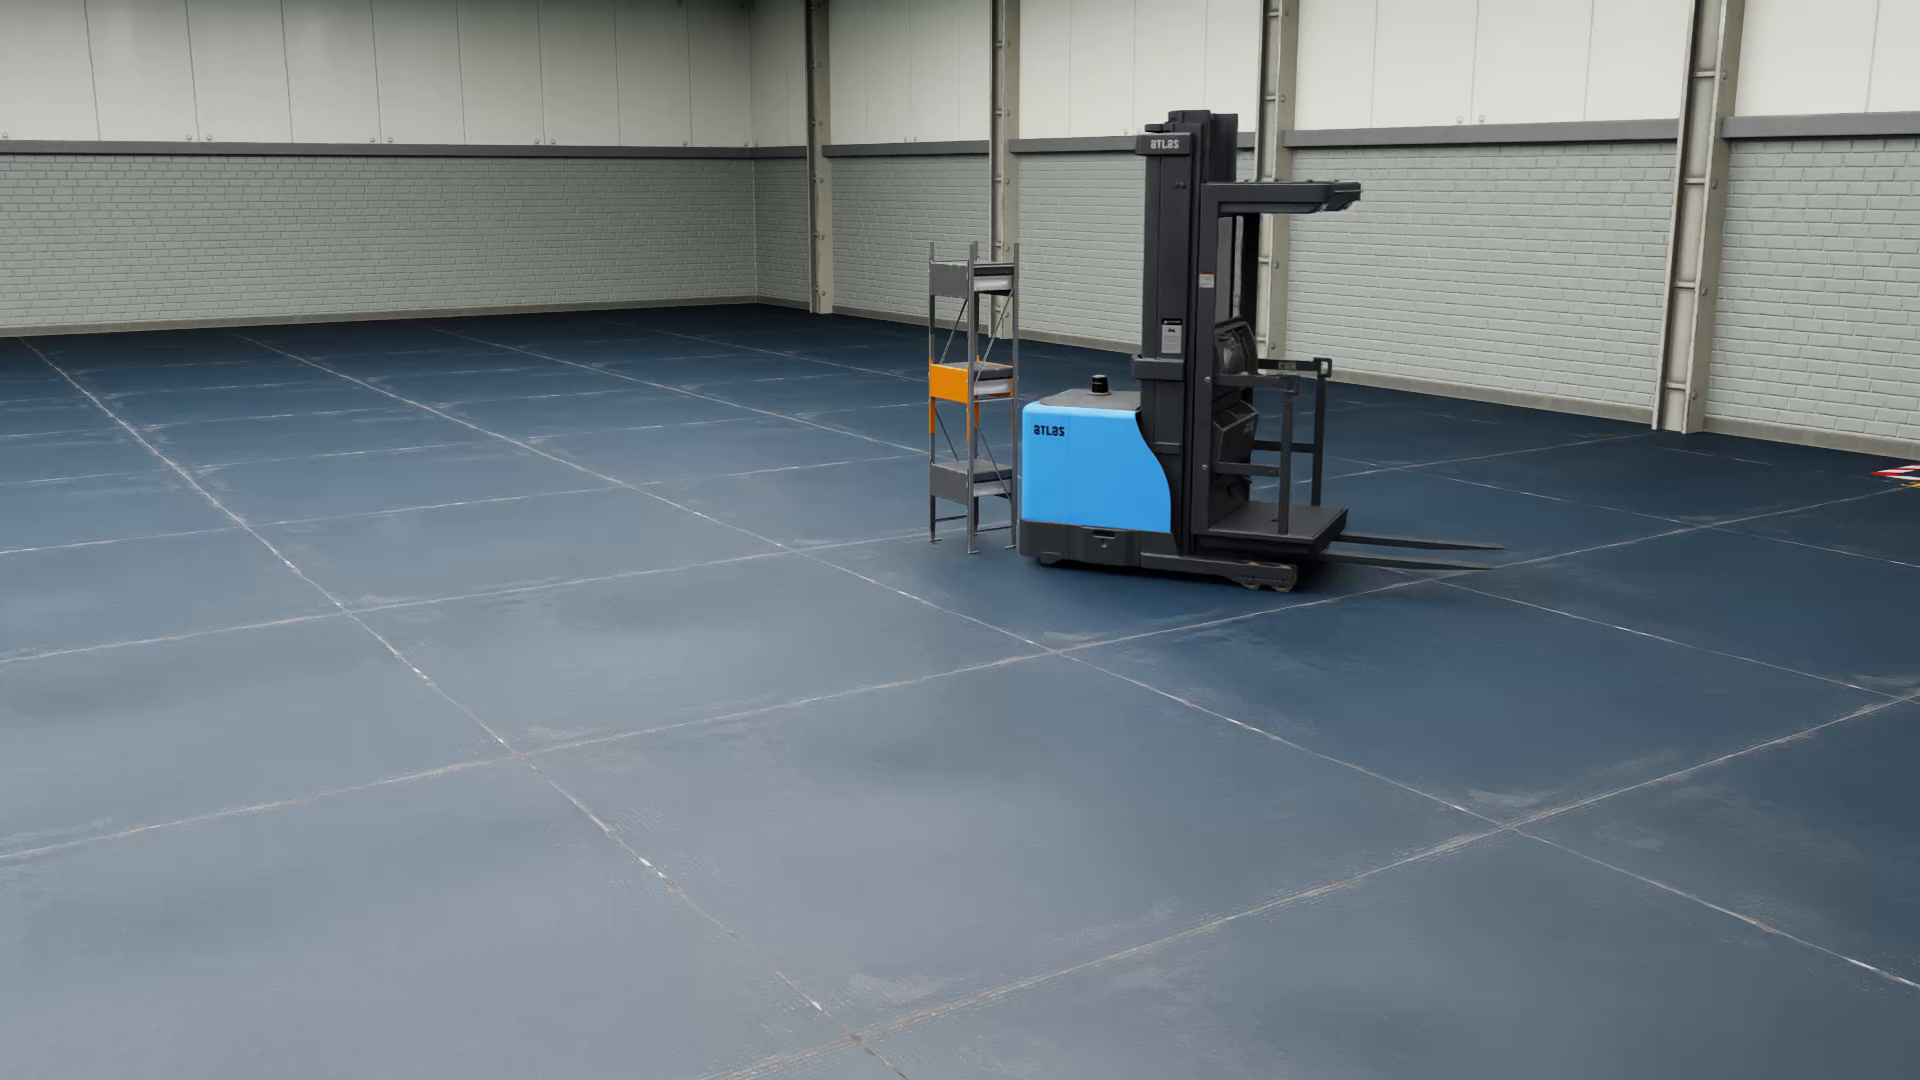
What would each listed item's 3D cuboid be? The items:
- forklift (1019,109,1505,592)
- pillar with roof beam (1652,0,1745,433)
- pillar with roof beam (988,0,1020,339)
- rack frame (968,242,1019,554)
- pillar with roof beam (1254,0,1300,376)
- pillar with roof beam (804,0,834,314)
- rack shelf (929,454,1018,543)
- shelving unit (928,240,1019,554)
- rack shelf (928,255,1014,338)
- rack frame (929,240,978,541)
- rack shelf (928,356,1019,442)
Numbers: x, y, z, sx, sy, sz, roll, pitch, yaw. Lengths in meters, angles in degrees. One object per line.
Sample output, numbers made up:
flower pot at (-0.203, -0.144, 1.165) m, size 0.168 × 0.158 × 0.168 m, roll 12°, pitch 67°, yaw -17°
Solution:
forklift at (1.961, -1.236, 10.655) m, size 3.031 × 2.935 × 1.130 m, roll 5°, pitch 13°, yaw 23°
pillar with roof beam at (3.759, -5.014, 13.724) m, size 9.100 × 9.000 × 0.400 m, roll -8°, pitch 15°, yaw -33°
pillar with roof beam at (-2.889, -7.148, 23.484) m, size 9.100 × 9.000 × 0.400 m, roll -8°, pitch 15°, yaw -33°
rack frame at (0.227, -0.953, 11.304) m, size 0.400 × 2.100 × 0.015 m, roll -8°, pitch 15°, yaw -33°
pillar with roof beam at (0.435, -6.081, 18.604) m, size 9.100 × 9.000 × 0.400 m, roll -8°, pitch 15°, yaw -33°
pillar with roof beam at (-6.214, -8.215, 28.363) m, size 9.100 × 9.000 × 0.400 m, roll -8°, pitch 15°, yaw -33°
rack shelf at (0.092, -0.299, 11.655) m, size 0.431 × 0.518 × 0.480 m, roll -8°, pitch 15°, yaw -33°
shelving unit at (0.092, -0.996, 11.503) m, size 0.431 × 2.100 × 0.503 m, roll -8°, pitch 15°, yaw -33°
rack shelf at (0.092, -1.667, 11.356) m, size 0.431 × 0.518 × 0.480 m, roll -8°, pitch 15°, yaw -33°
rack frame at (-0.043, -1.040, 11.701) m, size 0.400 × 2.100 × 0.015 m, roll -8°, pitch 15°, yaw -33°
rack shelf at (0.092, -0.983, 11.506) m, size 0.431 × 0.518 × 0.480 m, roll -8°, pitch 15°, yaw -33°
